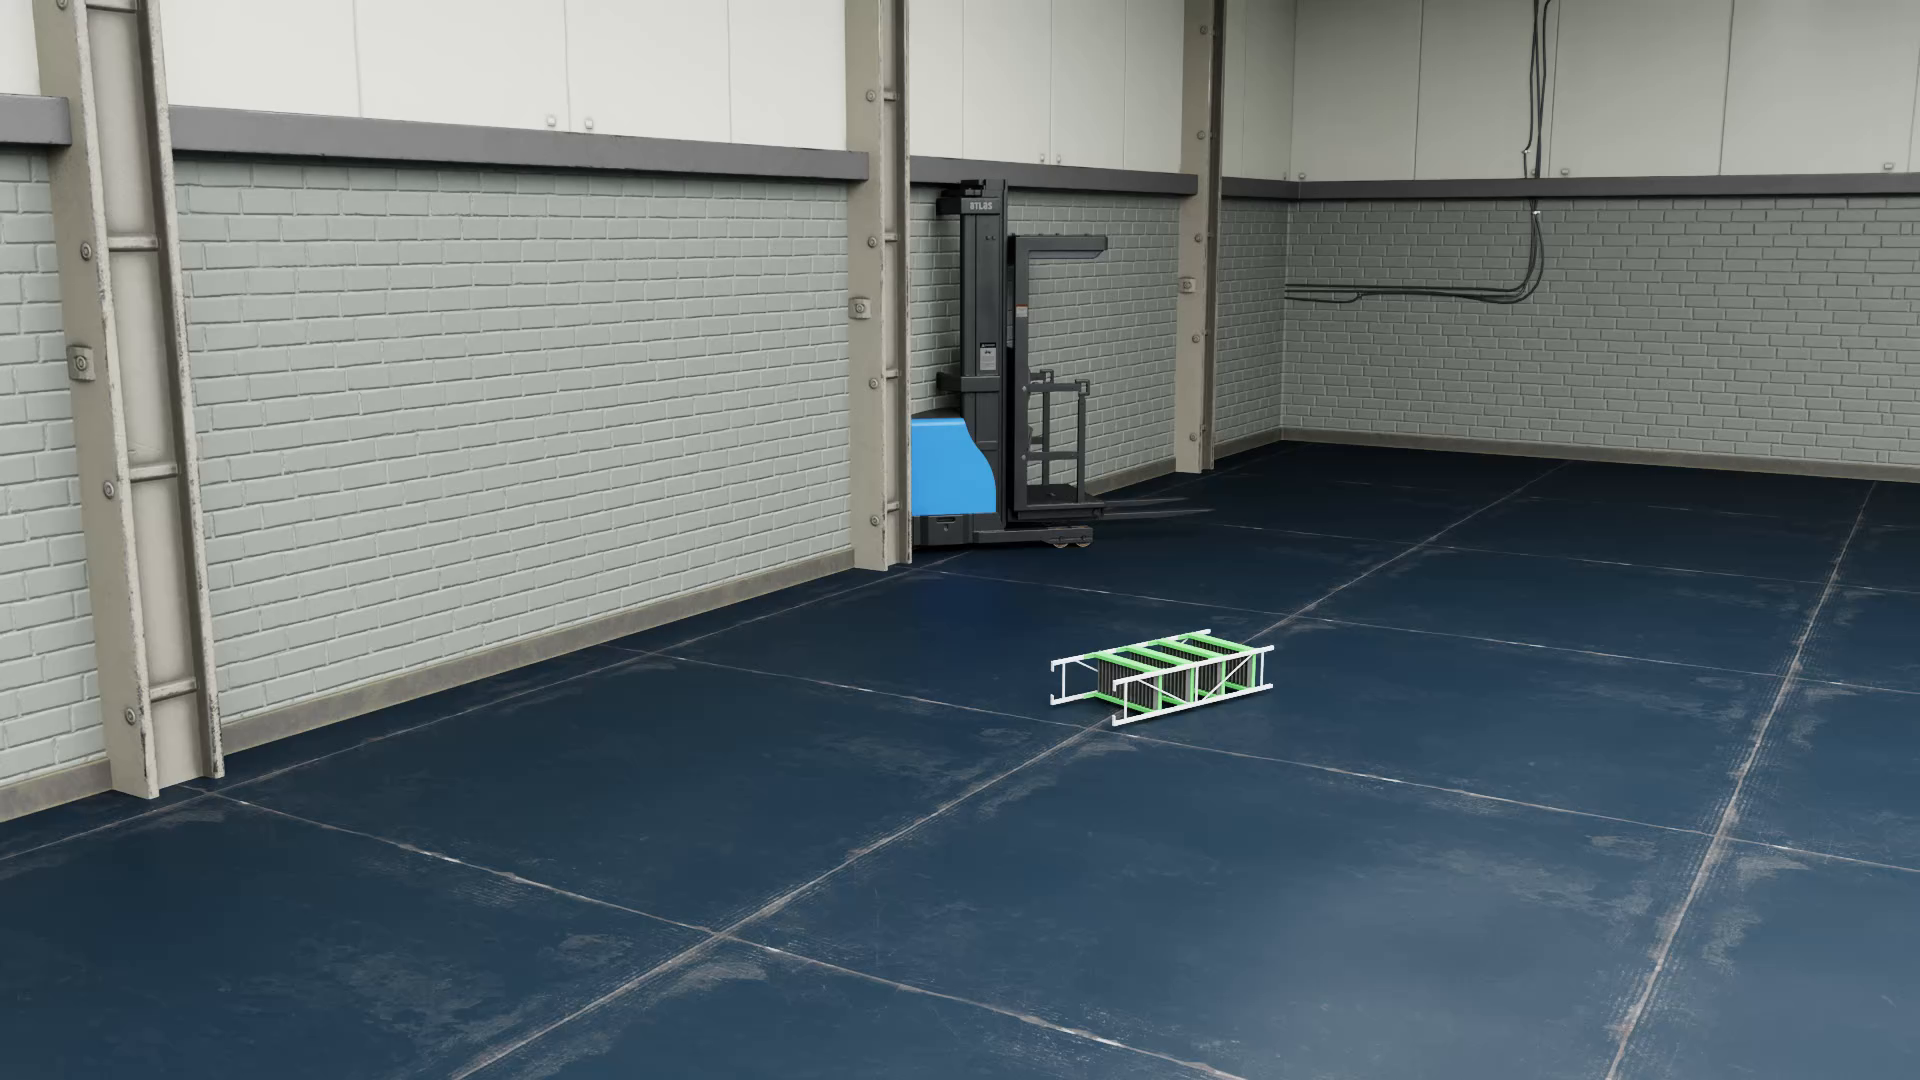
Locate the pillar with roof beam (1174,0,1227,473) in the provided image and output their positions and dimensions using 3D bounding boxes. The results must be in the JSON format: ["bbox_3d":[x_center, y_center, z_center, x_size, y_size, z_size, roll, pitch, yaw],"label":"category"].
[{"bbox_3d":[6.189,-4.765,14.865,9.100,9.000,0.400,6,12,31],"label":"pillar with roof beam"}]

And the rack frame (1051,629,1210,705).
[{"bbox_3d":[0.970,0.704,9.309,1.200,0.240,0.015,-8,13,-37],"label":"rack frame"}]

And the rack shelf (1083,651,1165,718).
[{"bbox_3d":[0.878,0.774,8.937,0.148,0.258,0.480,-8,13,-37],"label":"rack shelf"}]

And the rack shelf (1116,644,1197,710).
[{"bbox_3d":[1.068,0.747,9.080,0.148,0.258,0.480,-8,13,-37],"label":"rack shelf"}]

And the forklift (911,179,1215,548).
[{"bbox_3d":[0.606,-1.468,13.745,3.031,2.935,1.130,-3,11,-14],"label":"forklift"}]

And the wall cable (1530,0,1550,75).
[{"bbox_3d":[7.482,-6.211,17.303,3.097,2.526,0.112,6,12,31],"label":"wall cable"}]

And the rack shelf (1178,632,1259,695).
[{"bbox_3d":[1.449,0.693,9.368,0.148,0.258,0.480,-8,13,-37],"label":"rack shelf"}]

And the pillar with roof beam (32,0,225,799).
[{"bbox_3d":[-0.041,-2.878,4.784,9.100,9.000,0.400,6,12,31],"label":"pillar with roof beam"}]

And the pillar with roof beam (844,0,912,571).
[{"bbox_3d":[3.074,-3.821,9.825,9.100,9.000,0.400,6,12,31],"label":"pillar with roof beam"}]

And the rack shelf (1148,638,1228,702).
[{"bbox_3d":[1.259,0.720,9.224,0.148,0.258,0.480,-8,13,-37],"label":"rack shelf"}]

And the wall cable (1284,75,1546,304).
[{"bbox_3d":[5.170,-3.987,19.148,3.097,2.526,0.112,6,12,31],"label":"wall cable"}]

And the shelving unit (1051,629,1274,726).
[{"bbox_3d":[1.119,0.740,9.119,1.200,0.258,0.503,-8,13,-37],"label":"shelving unit"}]

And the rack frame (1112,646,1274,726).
[{"bbox_3d":[1.267,0.775,8.928,1.200,0.240,0.015,-8,13,-37],"label":"rack frame"}]
